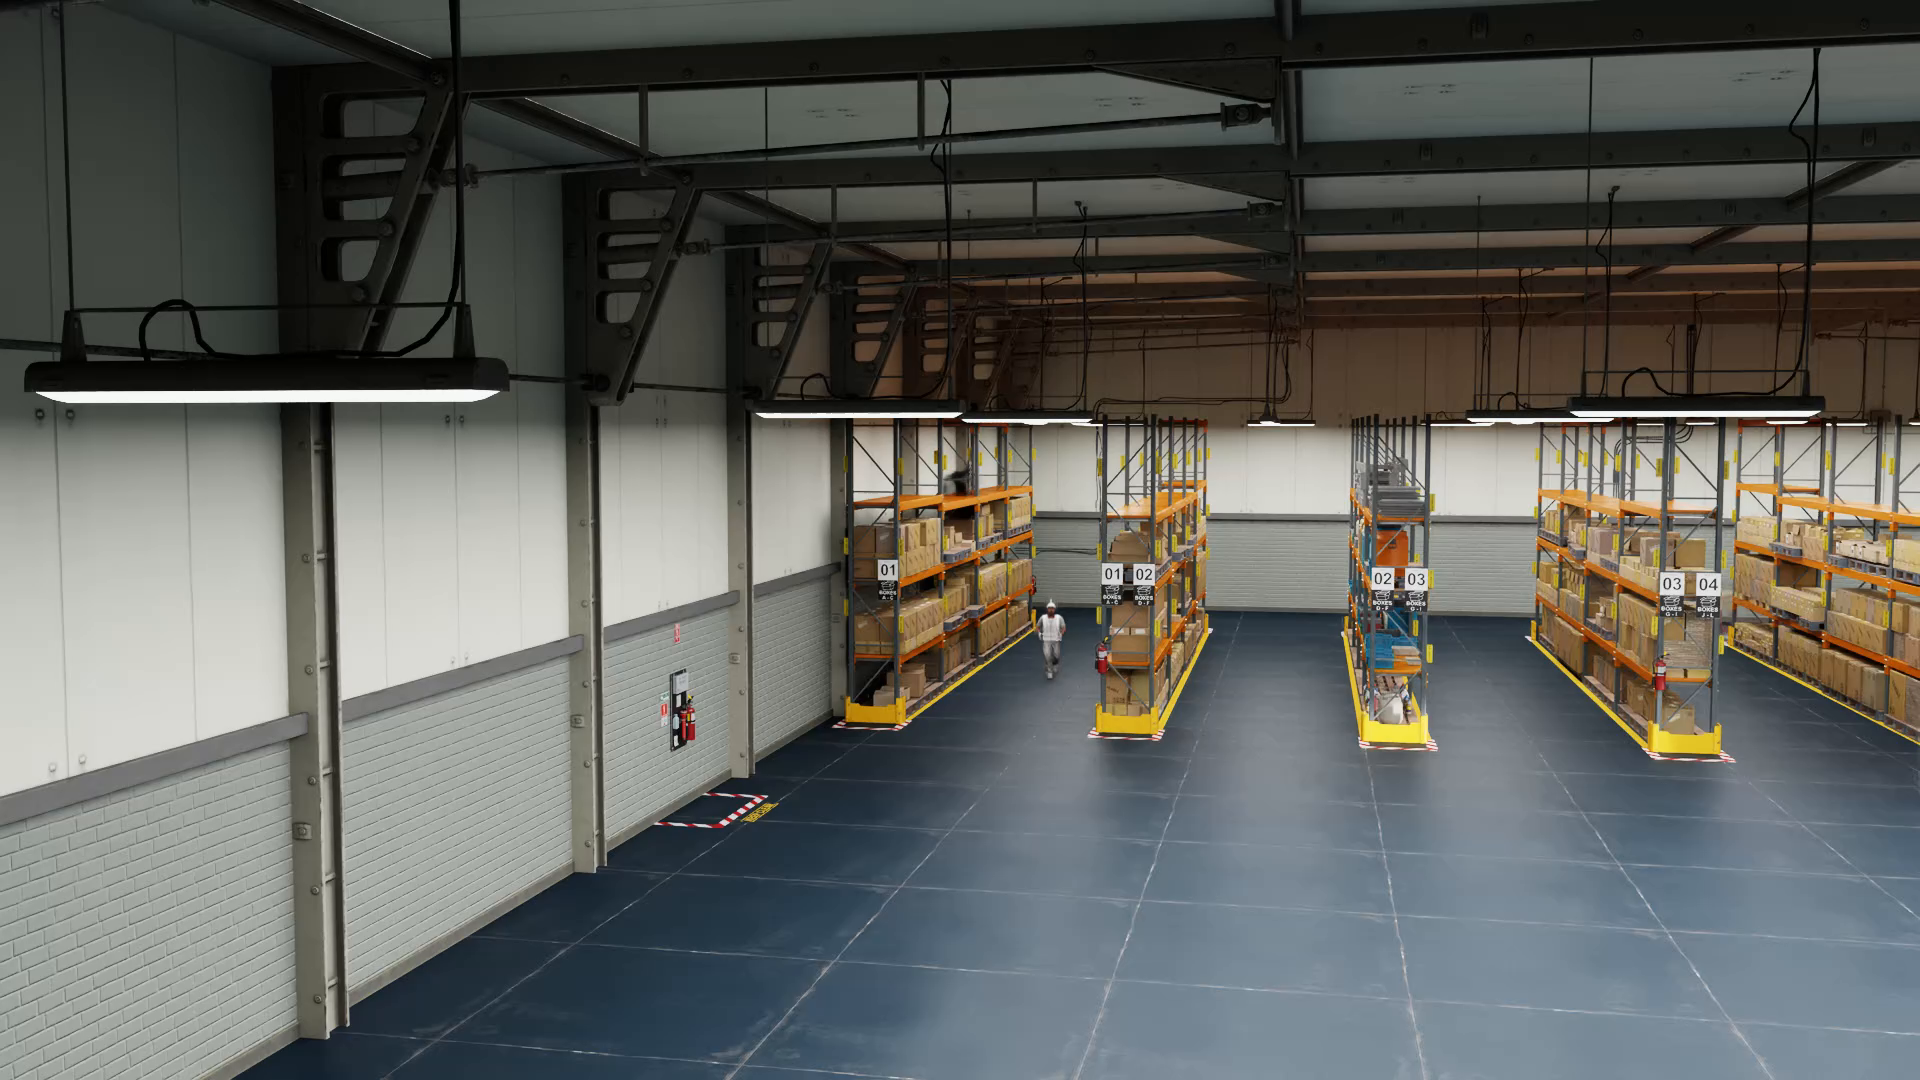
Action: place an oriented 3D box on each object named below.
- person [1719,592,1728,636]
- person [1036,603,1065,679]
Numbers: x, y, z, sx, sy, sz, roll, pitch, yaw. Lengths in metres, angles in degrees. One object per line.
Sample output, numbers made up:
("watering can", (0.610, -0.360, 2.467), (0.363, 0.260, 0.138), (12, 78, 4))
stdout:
("person", (20.365, 1.917, 45.000), (0.930, 1.644, 0.612), (-1, 4, -8))
("person", (2.082, 2.309, 38.242), (0.685, 1.735, 0.667), (0, 4, 1))
